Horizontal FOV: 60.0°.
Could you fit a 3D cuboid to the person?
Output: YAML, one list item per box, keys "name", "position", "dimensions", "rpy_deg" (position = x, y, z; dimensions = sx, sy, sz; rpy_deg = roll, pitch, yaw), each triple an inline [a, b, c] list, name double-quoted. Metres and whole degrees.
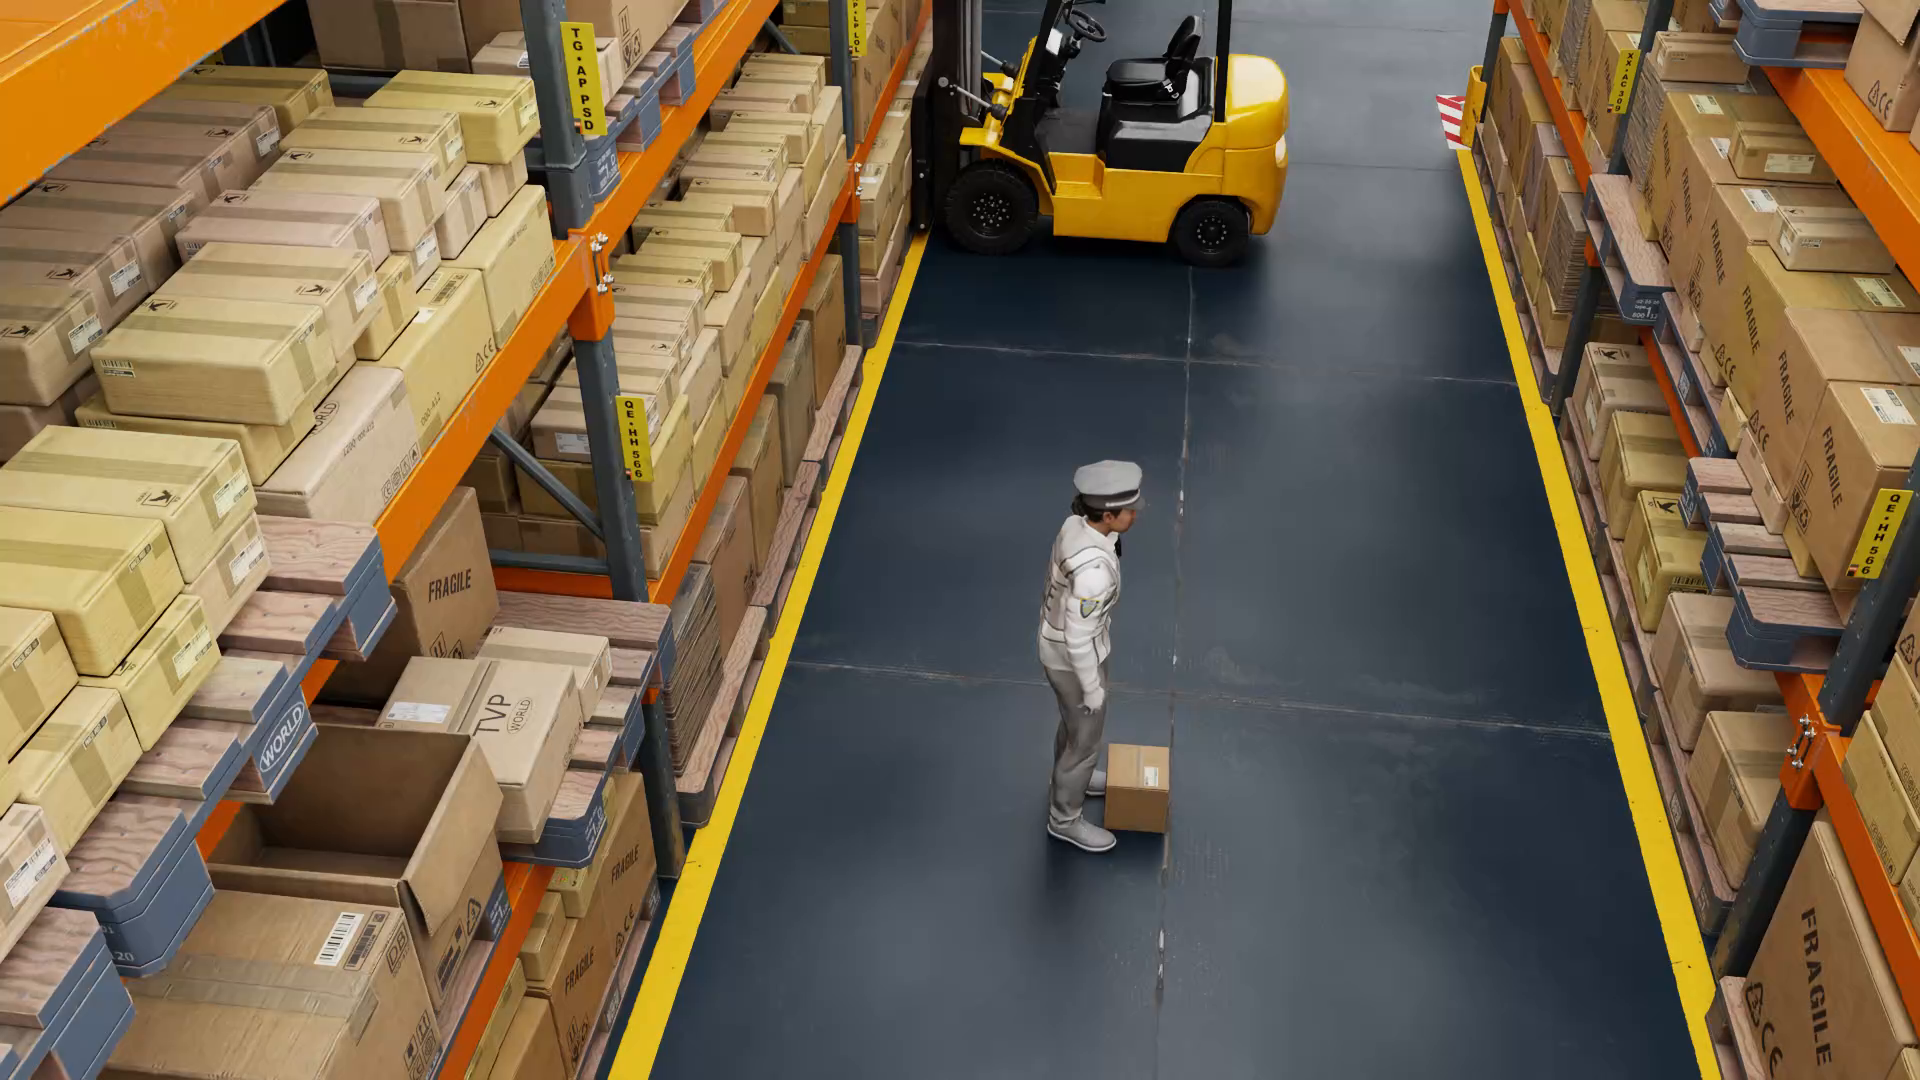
- name: "person"
  position: [0.484, 0.435, 6.444]
  dimensions: [0.375, 1.662, 0.541]
  rpy_deg: [2, 36, 3]
